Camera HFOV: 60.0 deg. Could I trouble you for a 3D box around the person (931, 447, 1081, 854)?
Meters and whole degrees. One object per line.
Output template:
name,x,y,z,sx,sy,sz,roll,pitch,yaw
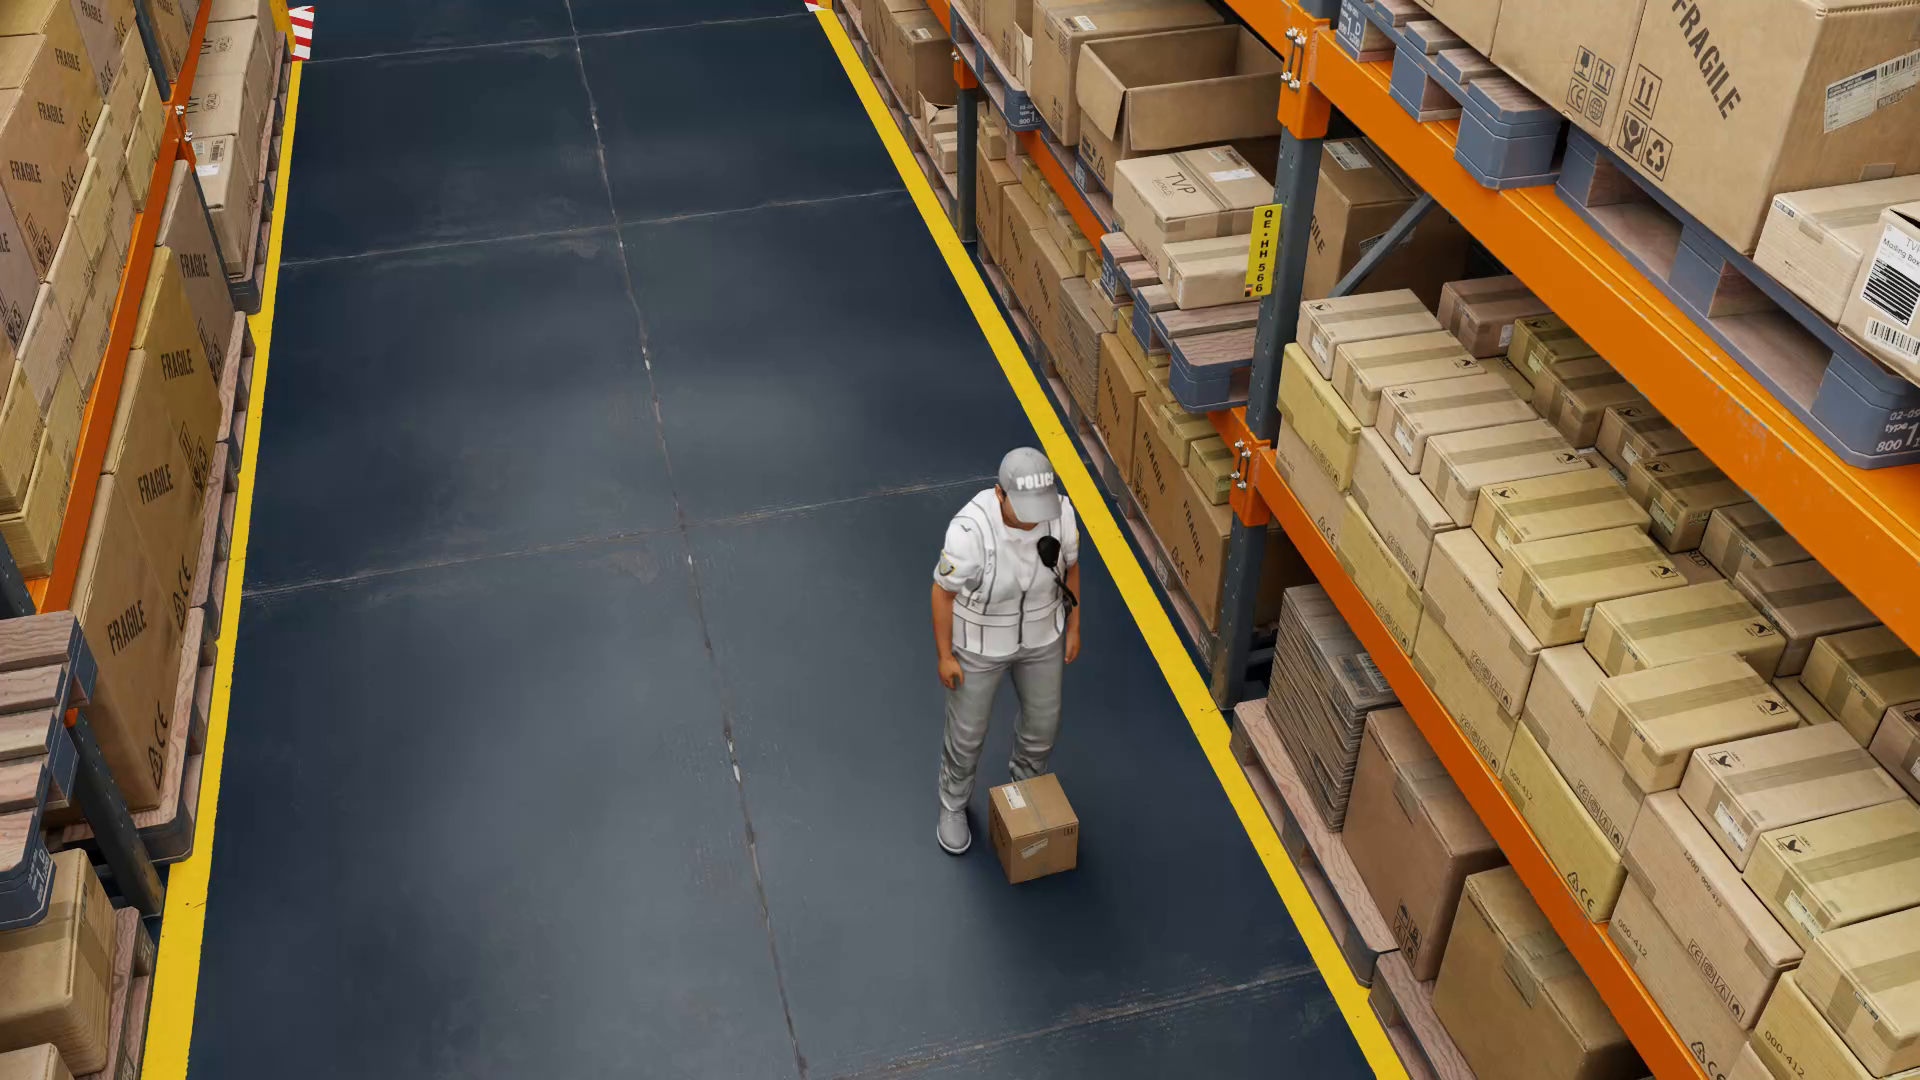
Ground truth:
person,0.160,0.357,5.698,0.554,1.666,0.472,-12,40,-14
